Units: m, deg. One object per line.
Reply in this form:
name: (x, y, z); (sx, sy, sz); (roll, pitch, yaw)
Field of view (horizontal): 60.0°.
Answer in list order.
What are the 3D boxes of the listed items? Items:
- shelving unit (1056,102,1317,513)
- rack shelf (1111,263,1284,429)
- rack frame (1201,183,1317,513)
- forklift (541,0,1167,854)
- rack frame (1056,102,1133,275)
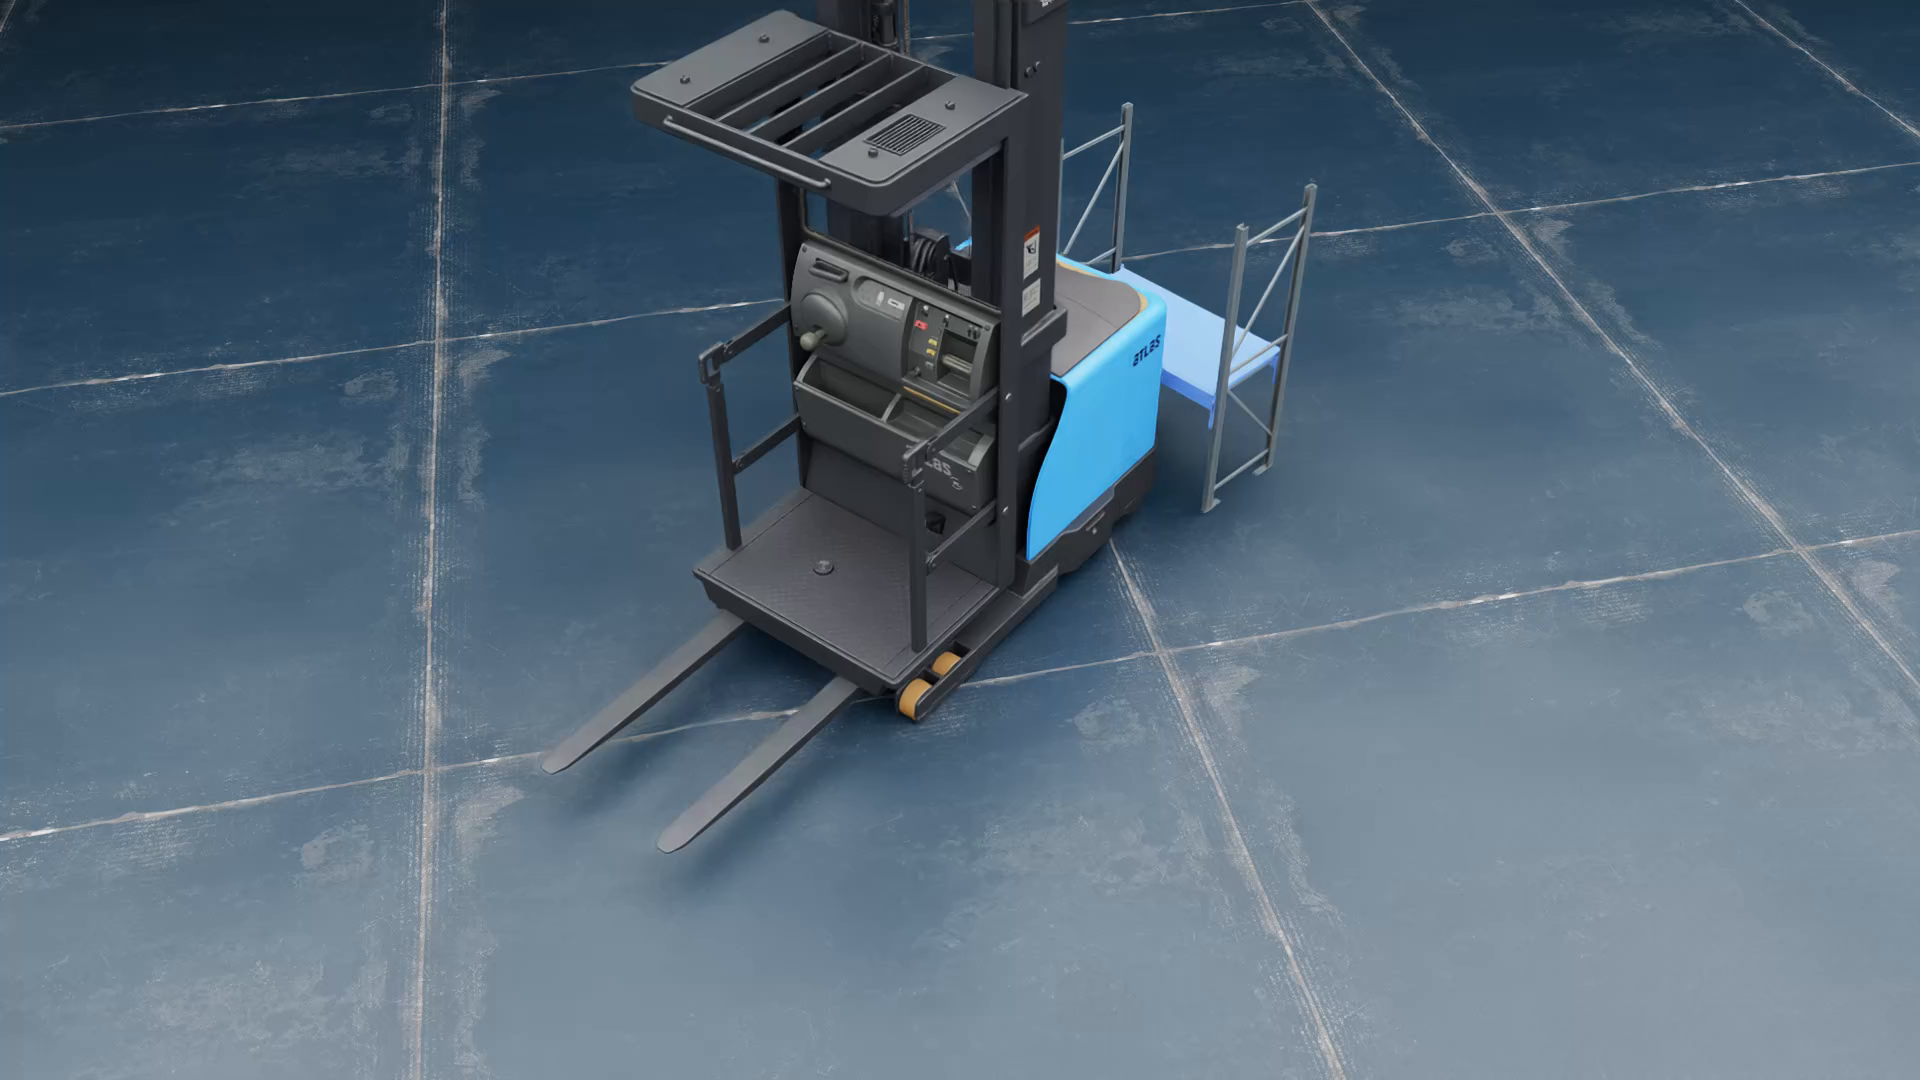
shelving unit: (0.946, -1.049, 7.583); (0.538, 1.500, 1.048); (-33, 51, -32)
rack shelf: (0.946, -0.914, 7.703); (0.538, 0.185, 1.000); (-33, 51, -32)
rack frame: (1.301, -0.808, 7.312); (0.500, 1.500, 0.032); (-33, 51, -32)
forklift: (-0.392, -0.742, 6.160); (1.130, 2.935, 3.031); (27, 48, 27)
rack frame: (0.590, -1.290, 7.855); (0.500, 1.500, 0.032); (-33, 51, -32)
